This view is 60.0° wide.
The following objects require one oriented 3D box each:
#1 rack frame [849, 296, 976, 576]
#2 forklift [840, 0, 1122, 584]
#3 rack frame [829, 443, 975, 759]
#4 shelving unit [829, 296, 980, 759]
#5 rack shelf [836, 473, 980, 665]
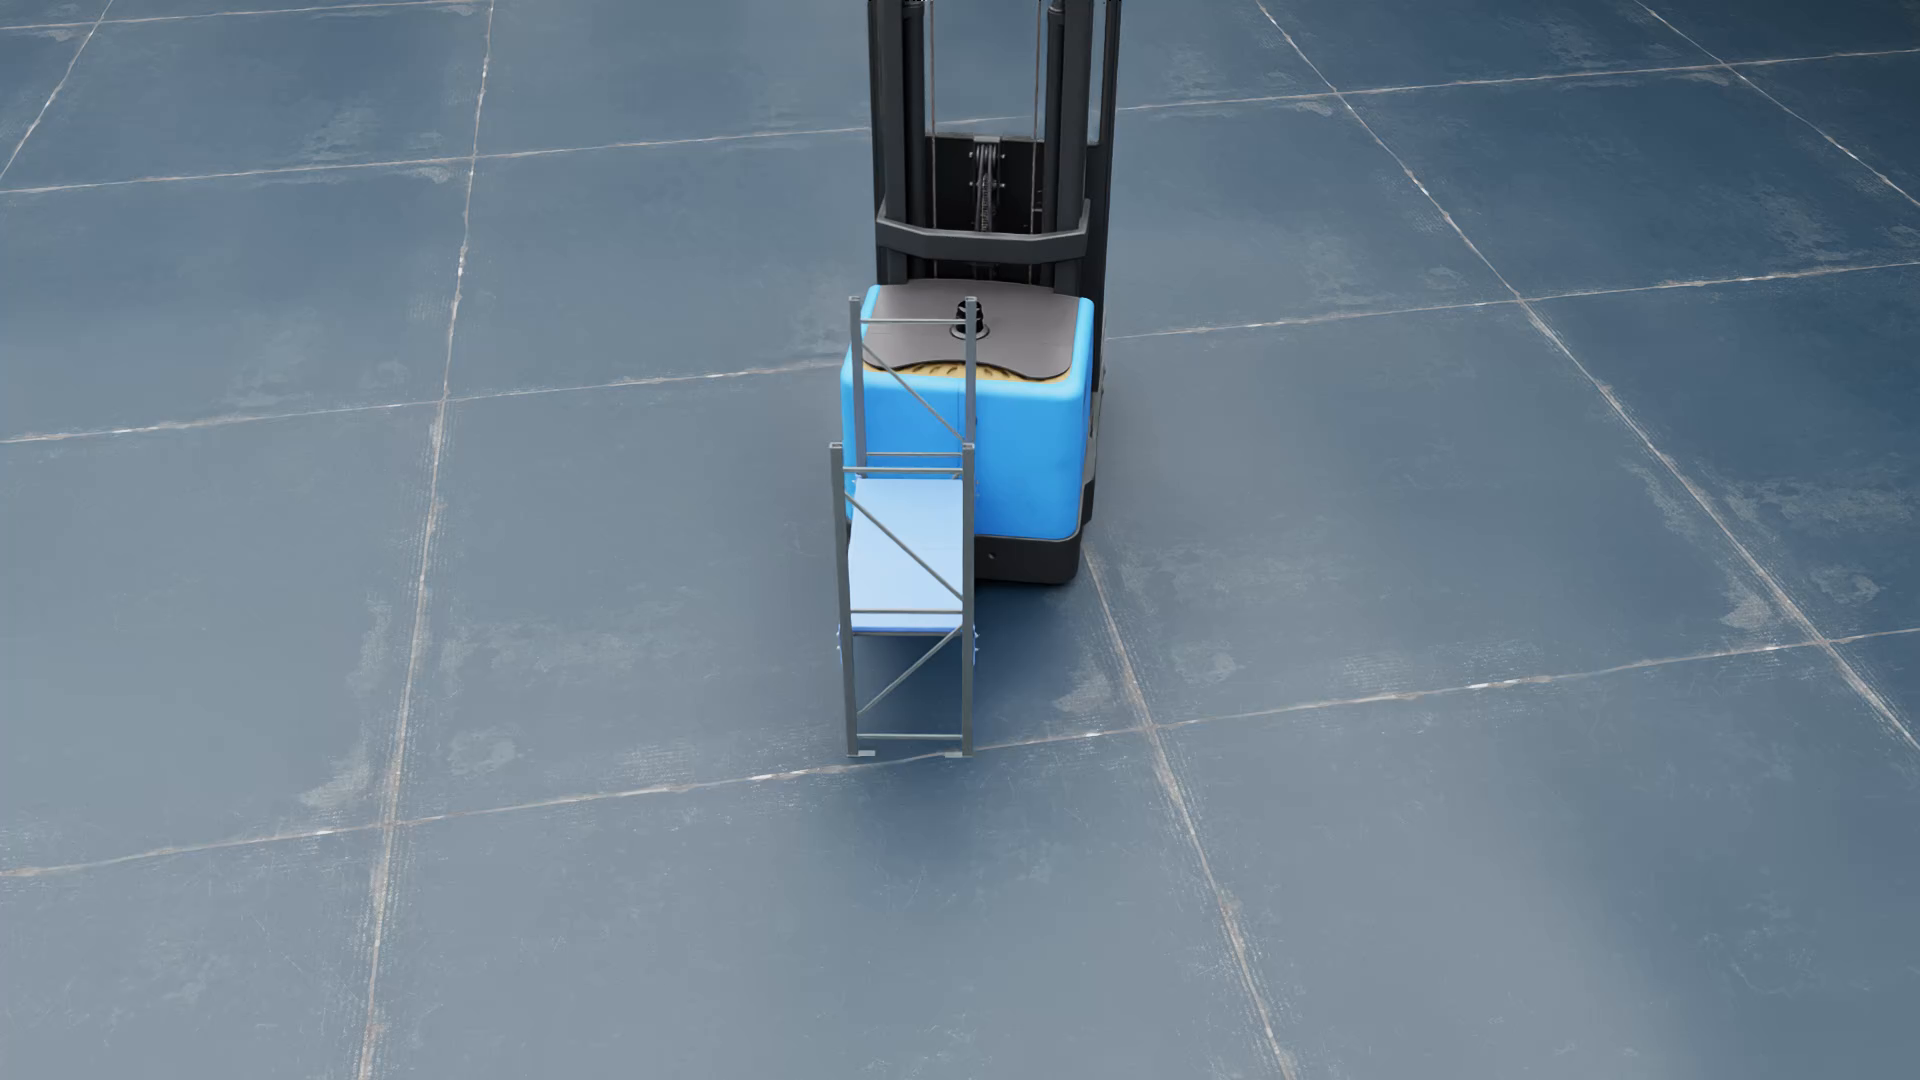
[{"bbox_3d":[-0.186,-0.355,6.985,0.500,1.500,0.032,0,38,1],"label":"rack frame"},{"bbox_3d":[0.177,-1.858,7.753,1.130,2.935,3.031,4,38,6],"label":"forklift"},{"bbox_3d":[-0.199,0.268,6.182,0.500,1.500,0.032,0,38,1],"label":"rack frame"},{"bbox_3d":[-0.192,-0.044,6.584,0.538,1.500,1.048,0,38,1],"label":"shelving unit"},{"bbox_3d":[-0.192,0.098,6.694,0.538,0.185,1.000,0,38,1],"label":"rack shelf"}]
